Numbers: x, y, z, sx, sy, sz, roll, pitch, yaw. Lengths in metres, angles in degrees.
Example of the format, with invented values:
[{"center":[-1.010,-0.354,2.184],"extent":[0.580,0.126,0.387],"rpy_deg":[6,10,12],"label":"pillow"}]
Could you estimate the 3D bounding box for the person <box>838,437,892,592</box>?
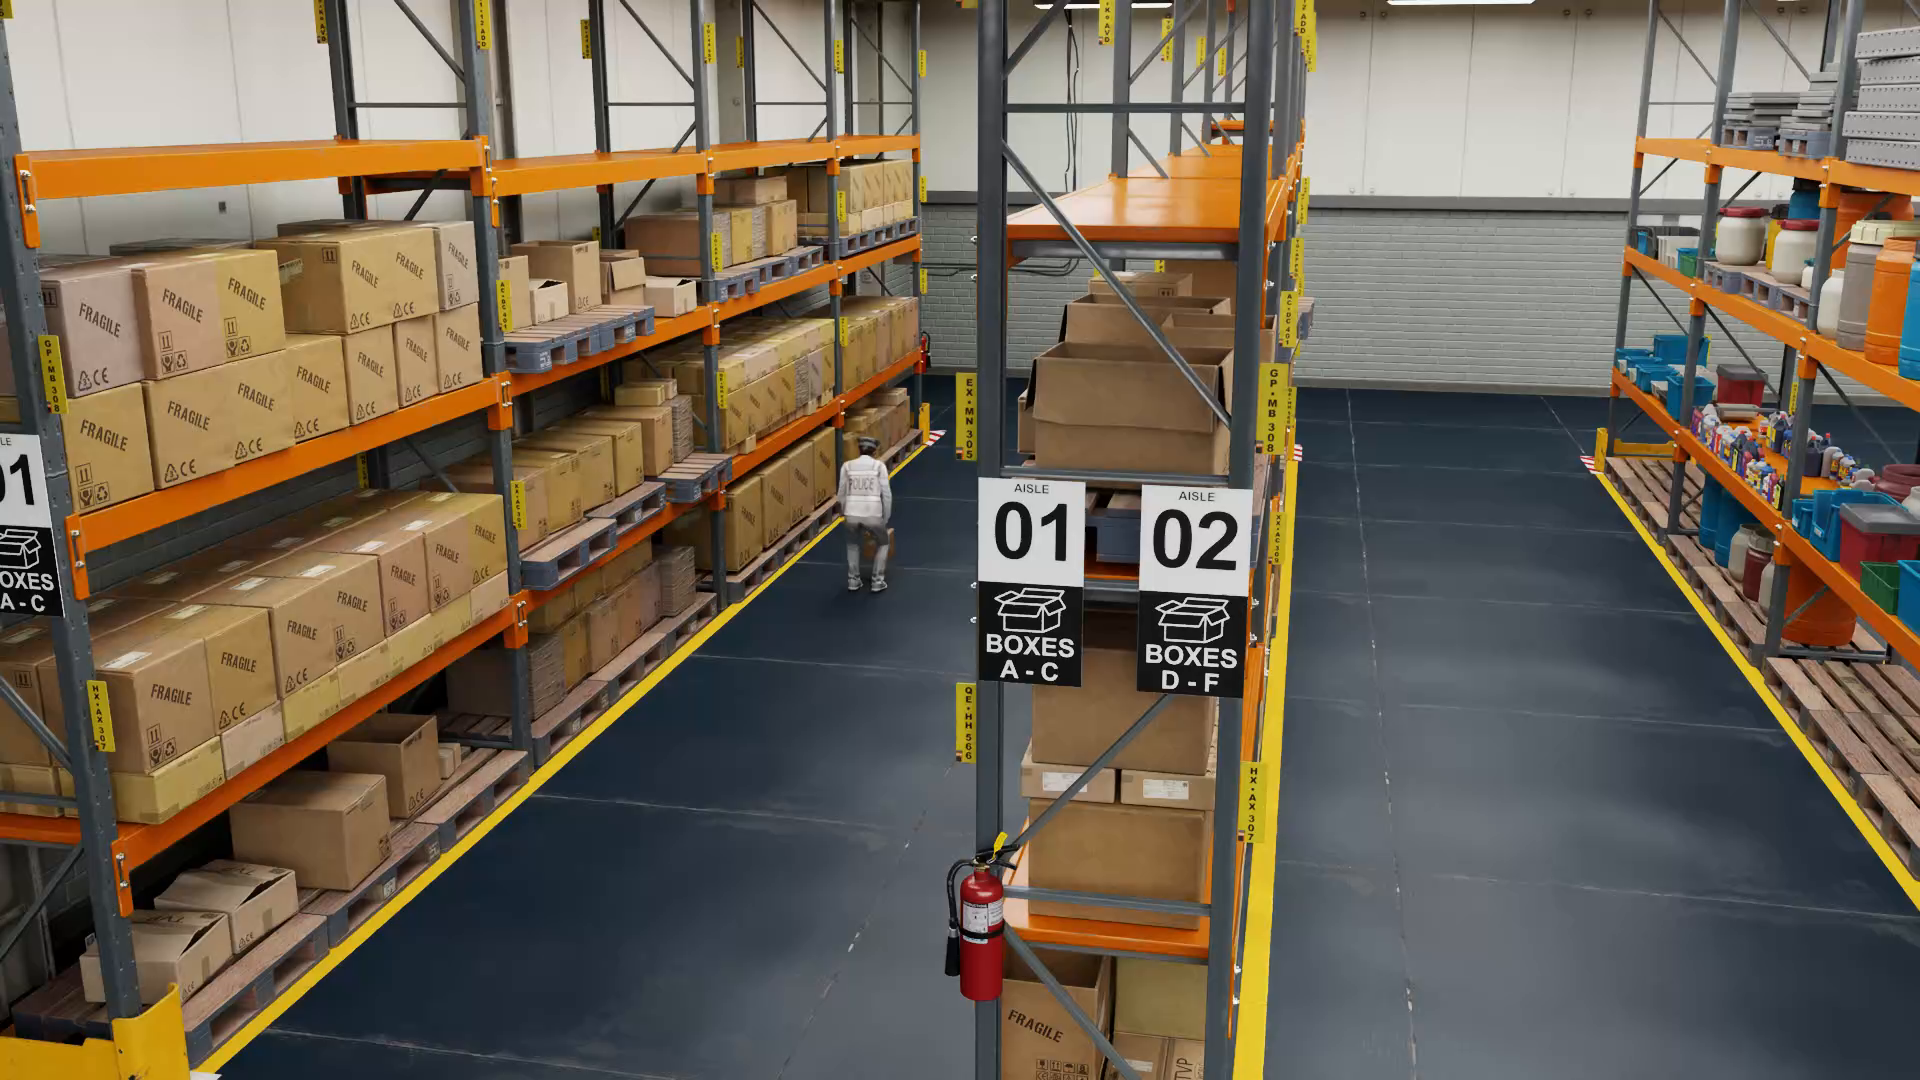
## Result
[{"center":[-0.916,-0.245,15.873],"extent":[0.533,1.455,0.654],"rpy_deg":[3,15,12],"label":"person"}]
